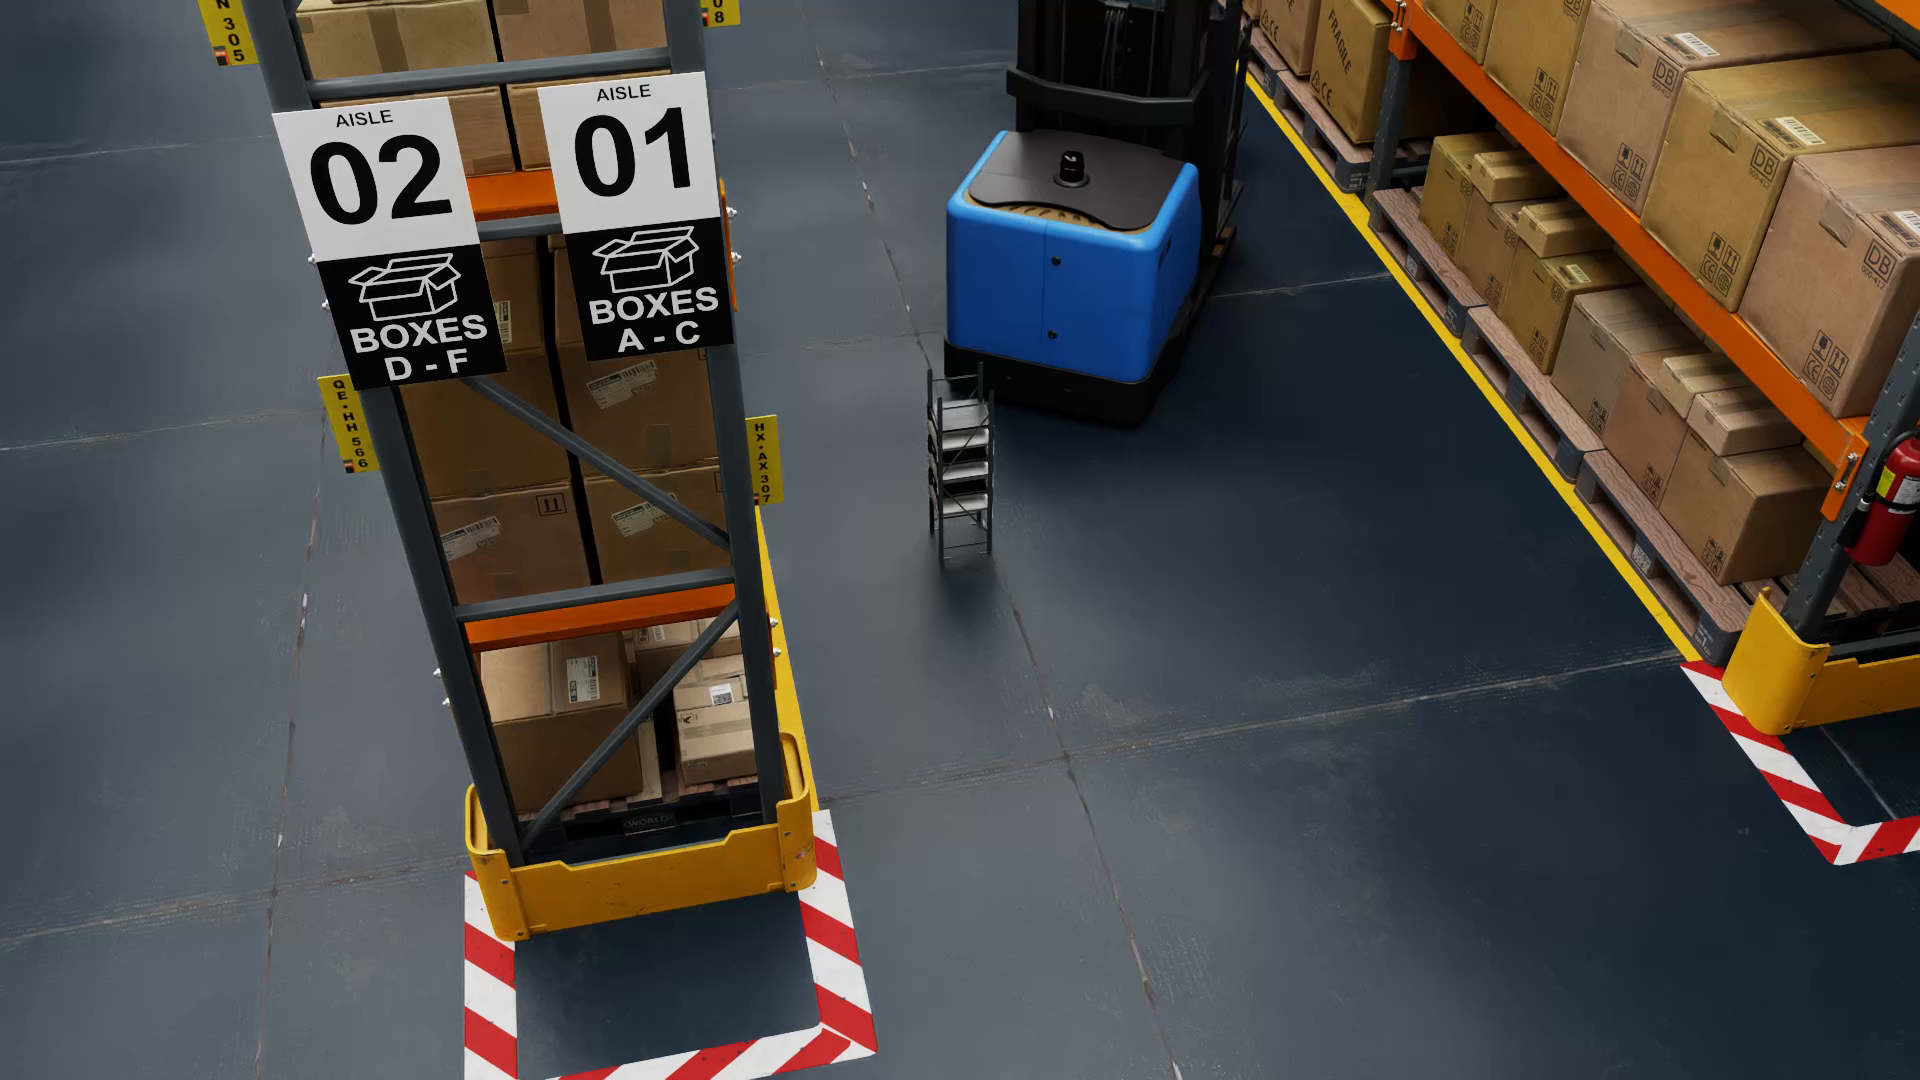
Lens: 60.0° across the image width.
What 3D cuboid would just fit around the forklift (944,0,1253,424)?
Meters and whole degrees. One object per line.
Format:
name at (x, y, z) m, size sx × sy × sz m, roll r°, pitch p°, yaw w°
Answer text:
forklift at (0.907, -2.649, 8.309) m, size 1.130 × 2.935 × 3.031 m, roll 14°, pitch 43°, yaw 15°

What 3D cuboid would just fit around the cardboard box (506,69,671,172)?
cardboard box at (-0.969, -1.264, 4.550) m, size 0.500 × 0.250 × 0.500 m, roll -8°, pitch 42°, yaw -9°

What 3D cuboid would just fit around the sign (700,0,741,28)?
sign at (-0.576, -1.355, 3.881) m, size 0.100 × 0.325 × 0.005 m, roll -8°, pitch 42°, yaw -9°

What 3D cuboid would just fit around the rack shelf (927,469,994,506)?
rack shelf at (0.002, -0.239, 7.309) m, size 0.258 × 0.077 × 0.200 m, roll -8°, pitch 42°, yaw -9°

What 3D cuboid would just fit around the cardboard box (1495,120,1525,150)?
cardboard box at (3.090, -2.222, 8.853) m, size 0.380 × 0.149 × 0.250 m, roll -9°, pitch 42°, yaw -10°

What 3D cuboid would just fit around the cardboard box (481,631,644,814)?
cardboard box at (-1.464, 0.624, 6.120) m, size 0.500 × 0.500 × 0.500 m, roll -8°, pitch 42°, yaw -9°

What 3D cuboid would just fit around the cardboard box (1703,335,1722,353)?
cardboard box at (3.540, -0.883, 7.345) m, size 0.380 × 0.149 × 0.250 m, roll -8°, pitch 42°, yaw -9°

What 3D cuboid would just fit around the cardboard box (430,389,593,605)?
cardboard box at (-1.469, -0.118, 5.329) m, size 0.500 × 0.500 × 0.500 m, roll -7°, pitch 42°, yaw -8°

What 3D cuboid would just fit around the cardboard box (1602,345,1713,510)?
cardboard box at (3.373, -0.527, 7.433) m, size 0.700 × 0.500 × 0.500 m, roll -8°, pitch 42°, yaw -9°

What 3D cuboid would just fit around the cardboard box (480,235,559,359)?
cardboard box at (-1.581, -0.817, 5.364) m, size 0.500 × 0.500 × 0.500 m, roll -7°, pitch 42°, yaw -8°

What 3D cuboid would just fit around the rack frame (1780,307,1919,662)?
rack frame at (3.730, -0.541, 5.882) m, size 1.000 × 3.000 × 0.127 m, roll -8°, pitch 42°, yaw -9°

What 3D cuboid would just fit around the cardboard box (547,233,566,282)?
cardboard box at (-1.065, -0.903, 5.461) m, size 0.500 × 0.500 × 0.500 m, roll -8°, pitch 42°, yaw -9°

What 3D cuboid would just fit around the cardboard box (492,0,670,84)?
cardboard box at (-0.963, -1.452, 4.385) m, size 0.500 × 0.250 × 0.500 m, roll -8°, pitch 42°, yaw -9°

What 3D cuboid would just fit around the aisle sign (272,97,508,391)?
aisle sign at (-1.391, -0.713, 4.117) m, size 0.394 × 0.787 × 0.004 m, roll -8°, pitch 42°, yaw -9°

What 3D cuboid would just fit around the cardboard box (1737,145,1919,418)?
cardboard box at (3.610, -0.982, 6.153) m, size 0.980 × 0.700 × 0.700 m, roll -7°, pitch 42°, yaw -7°

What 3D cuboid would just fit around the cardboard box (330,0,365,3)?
cardboard box at (-1.233, -1.693, 4.091) m, size 0.700 × 0.500 × 0.500 m, roll -8°, pitch 42°, yaw -9°

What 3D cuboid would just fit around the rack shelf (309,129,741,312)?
rack shelf at (-1.538, -1.978, 5.783) m, size 1.077 × 0.370 × 4.000 m, roll -8°, pitch 42°, yaw -9°

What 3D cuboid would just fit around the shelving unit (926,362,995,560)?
shelving unit at (0.002, -0.331, 7.227) m, size 0.258 × 0.900 × 0.210 m, roll -8°, pitch 42°, yaw -9°

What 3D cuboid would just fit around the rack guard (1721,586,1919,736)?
rack guard at (3.735, 0.409, 6.694) m, size 1.175 × 0.500 × 0.348 m, roll -8°, pitch 42°, yaw -9°

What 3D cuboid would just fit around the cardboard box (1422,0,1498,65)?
cardboard box at (2.968, -2.892, 8.304) m, size 0.980 × 0.700 × 0.700 m, roll -8°, pitch 42°, yaw -9°

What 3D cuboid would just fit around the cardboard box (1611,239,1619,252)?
cardboard box at (3.317, -1.546, 8.092) m, size 0.380 × 0.149 × 0.250 m, roll -8°, pitch 42°, yaw -9°

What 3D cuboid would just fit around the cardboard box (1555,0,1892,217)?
cardboard box at (3.287, -1.948, 7.241) m, size 0.980 × 0.700 × 0.700 m, roll -10°, pitch 43°, yaw -11°

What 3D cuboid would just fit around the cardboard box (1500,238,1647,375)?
cardboard box at (3.142, -1.198, 8.188) m, size 0.700 × 0.500 × 0.500 m, roll -7°, pitch 42°, yaw -8°

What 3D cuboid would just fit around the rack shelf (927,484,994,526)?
rack shelf at (0.002, -0.172, 7.369) m, size 0.258 × 0.077 × 0.200 m, roll -8°, pitch 42°, yaw -9°

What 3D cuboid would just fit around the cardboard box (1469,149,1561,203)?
cardboard box at (2.824, -1.851, 8.436) m, size 0.380 × 0.149 × 0.250 m, roll -7°, pitch 42°, yaw -8°

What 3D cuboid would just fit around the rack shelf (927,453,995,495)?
rack shelf at (0.002, -0.306, 7.249) m, size 0.258 × 0.077 × 0.200 m, roll -8°, pitch 42°, yaw -9°

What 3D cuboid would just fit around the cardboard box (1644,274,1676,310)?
cardboard box at (3.428, -1.214, 7.718) m, size 0.380 × 0.149 × 0.250 m, roll -8°, pitch 42°, yaw -9°

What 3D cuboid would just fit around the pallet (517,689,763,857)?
pallet at (-1.296, 0.648, 6.643) m, size 1.003 × 0.211 × 1.213 m, roll -8°, pitch 42°, yaw -9°

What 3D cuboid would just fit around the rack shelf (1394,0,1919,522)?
rack shelf at (3.298, -1.568, 7.581) m, size 1.077 × 0.370 × 4.000 m, roll -8°, pitch 42°, yaw -9°

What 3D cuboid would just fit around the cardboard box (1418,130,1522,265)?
cardboard box at (2.928, -1.857, 8.930) m, size 0.700 × 0.500 × 0.500 m, roll -8°, pitch 42°, yaw -9°

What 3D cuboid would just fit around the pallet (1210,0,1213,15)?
pallet at (2.100, -4.162, 12.061) m, size 1.003 × 0.211 × 1.213 m, roll -8°, pitch 42°, yaw -9°

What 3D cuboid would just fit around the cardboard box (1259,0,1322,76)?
cardboard box at (2.405, -3.465, 10.479) m, size 0.750 × 0.750 × 0.750 m, roll -7°, pitch 42°, yaw -8°

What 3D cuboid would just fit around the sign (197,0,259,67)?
sign at (-1.652, -1.215, 3.715) m, size 0.100 × 0.325 × 0.005 m, roll -8°, pitch 42°, yaw -9°

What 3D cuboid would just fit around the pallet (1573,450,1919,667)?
pallet at (3.481, -0.005, 7.379) m, size 1.003 × 0.211 × 1.213 m, roll -8°, pitch 42°, yaw -9°

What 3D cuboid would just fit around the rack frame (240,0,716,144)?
rack frame at (-1.106, -2.072, 3.088) m, size 1.000 × 3.000 × 0.127 m, roll -8°, pitch 42°, yaw -9°

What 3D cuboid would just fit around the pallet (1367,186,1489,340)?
pallet at (2.954, -1.587, 9.160) m, size 1.003 × 0.211 × 1.213 m, roll -8°, pitch 42°, yaw -9°

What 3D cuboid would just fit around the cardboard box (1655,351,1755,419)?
cardboard box at (3.220, -0.668, 7.103) m, size 0.380 × 0.149 × 0.250 m, roll -7°, pitch 42°, yaw -8°

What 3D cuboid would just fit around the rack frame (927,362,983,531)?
rack frame at (-0.020, -0.397, 7.301) m, size 0.240 × 0.900 × 0.006 m, roll -8°, pitch 42°, yaw -9°

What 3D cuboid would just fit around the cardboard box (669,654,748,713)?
cardboard box at (-0.915, 0.584, 6.418) m, size 0.380 × 0.166 × 0.250 m, roll -8°, pitch 42°, yaw -9°
